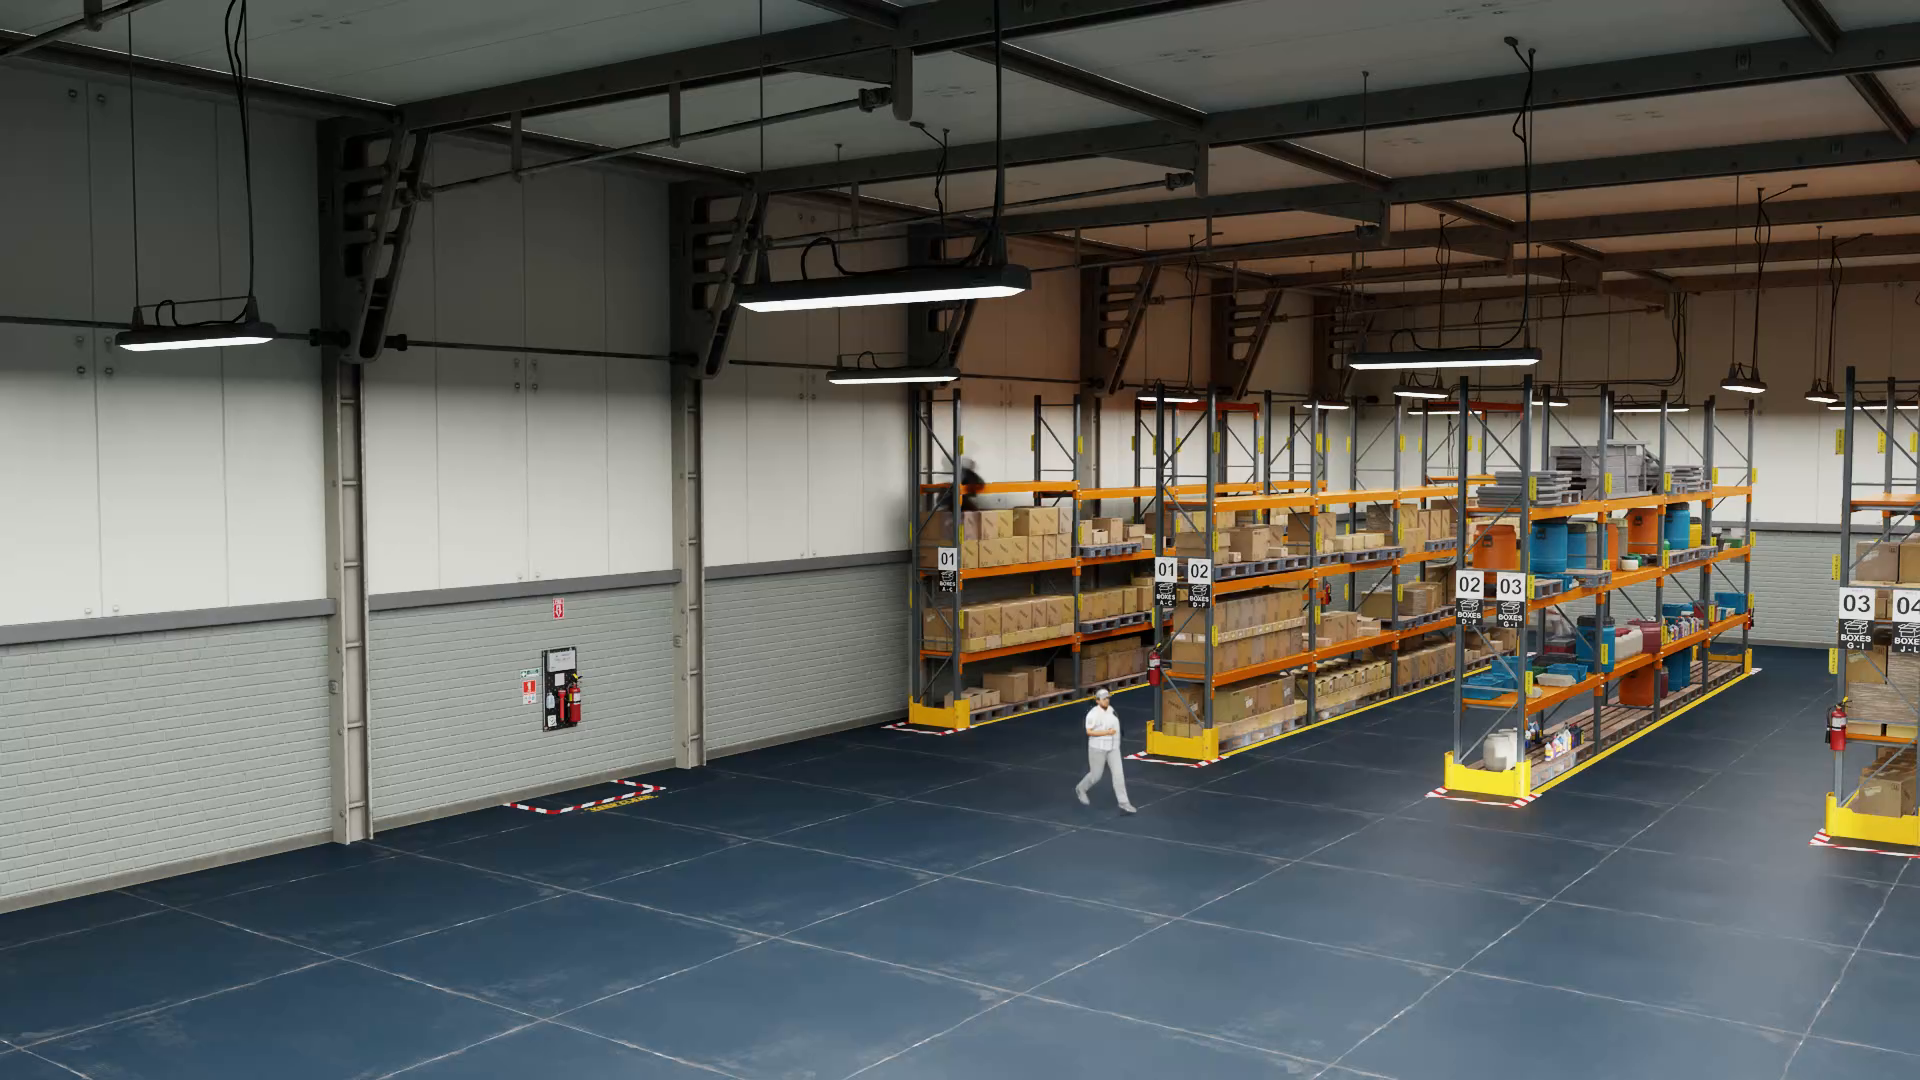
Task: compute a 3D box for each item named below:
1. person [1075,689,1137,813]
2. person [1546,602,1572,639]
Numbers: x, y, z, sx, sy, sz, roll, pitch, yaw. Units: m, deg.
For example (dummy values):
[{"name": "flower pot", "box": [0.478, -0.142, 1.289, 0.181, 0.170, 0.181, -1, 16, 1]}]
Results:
[{"name": "person", "box": [1.998, 2.850, 22.716, 0.613, 1.621, 1.037, -2, 4, -33]}, {"name": "person", "box": [14.234, 1.898, 39.613, 0.711, 1.774, 0.635, -2, 4, -25]}]
